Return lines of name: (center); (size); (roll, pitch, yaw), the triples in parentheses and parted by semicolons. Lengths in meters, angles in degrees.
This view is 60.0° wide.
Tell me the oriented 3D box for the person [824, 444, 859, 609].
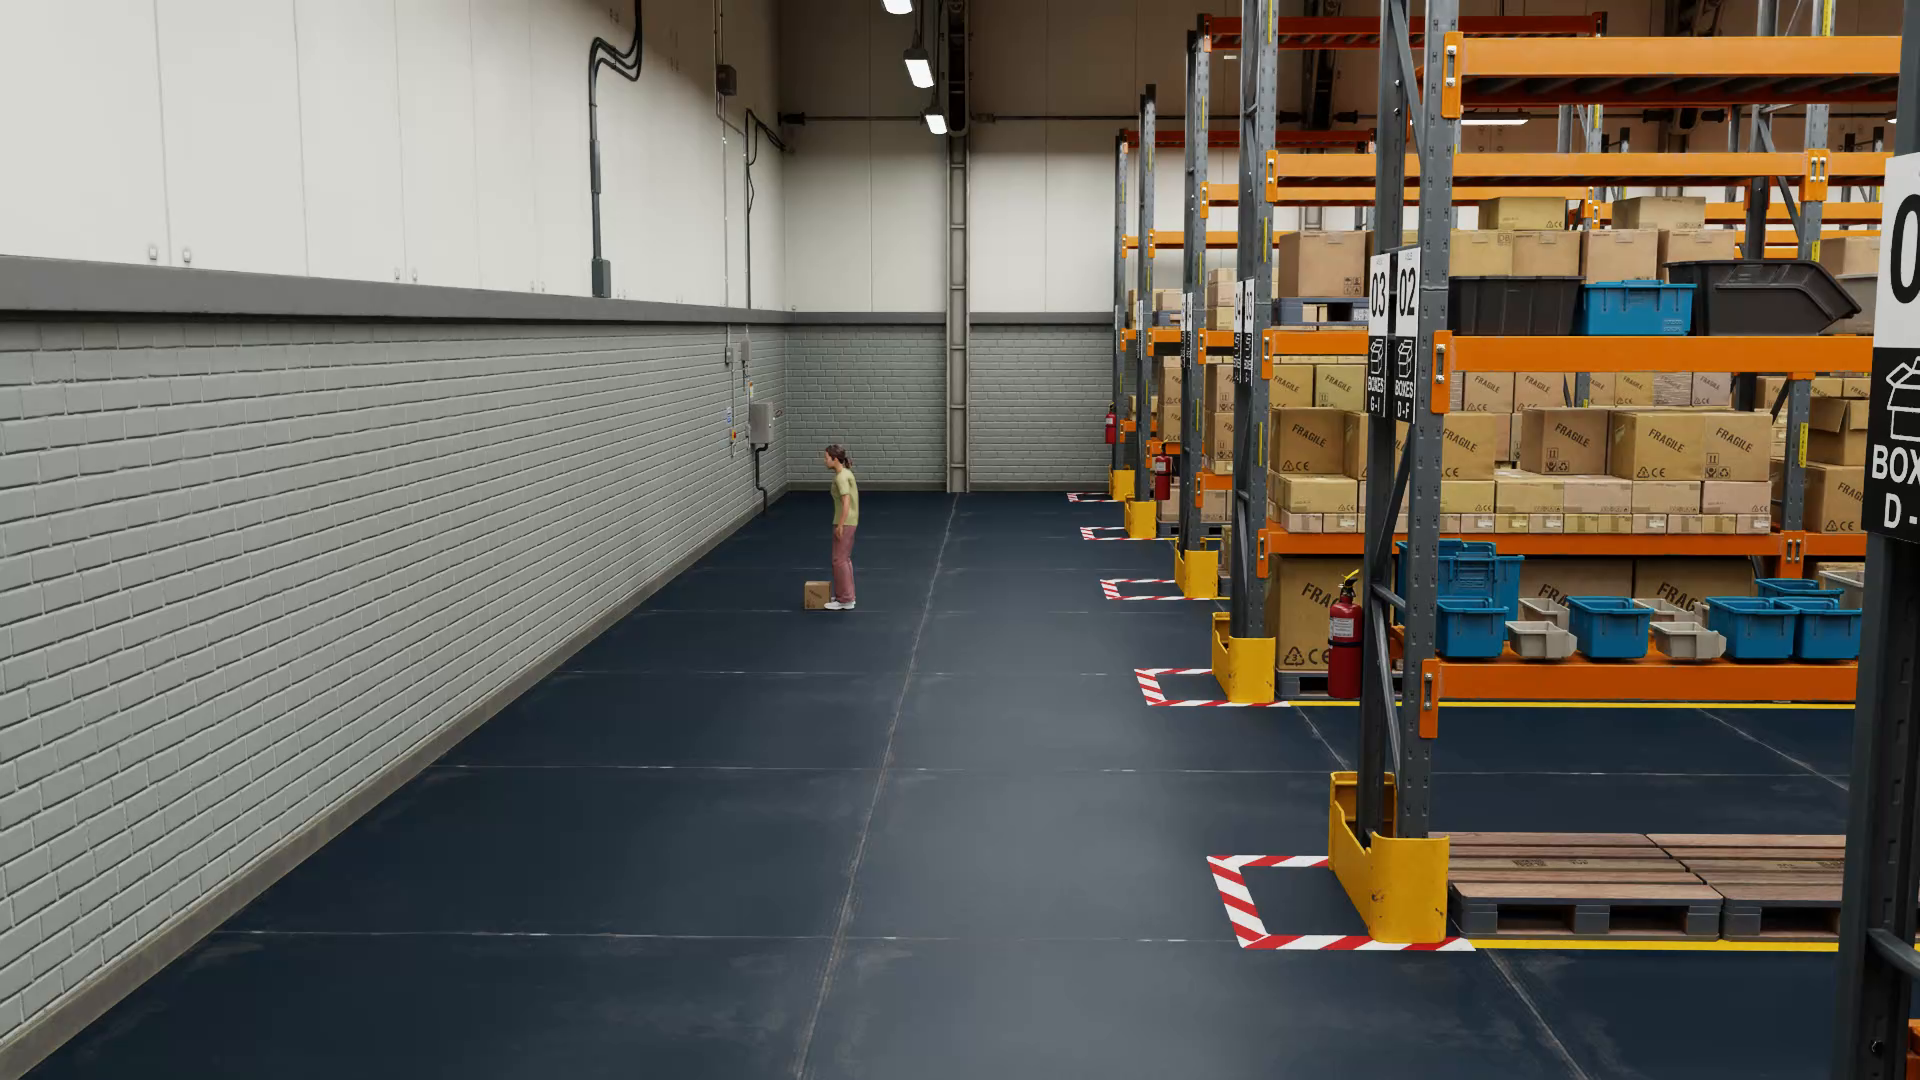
person: (-1.206, -0.141, 16.881); (0.356, 1.673, 0.513); (0, 7, -1)
